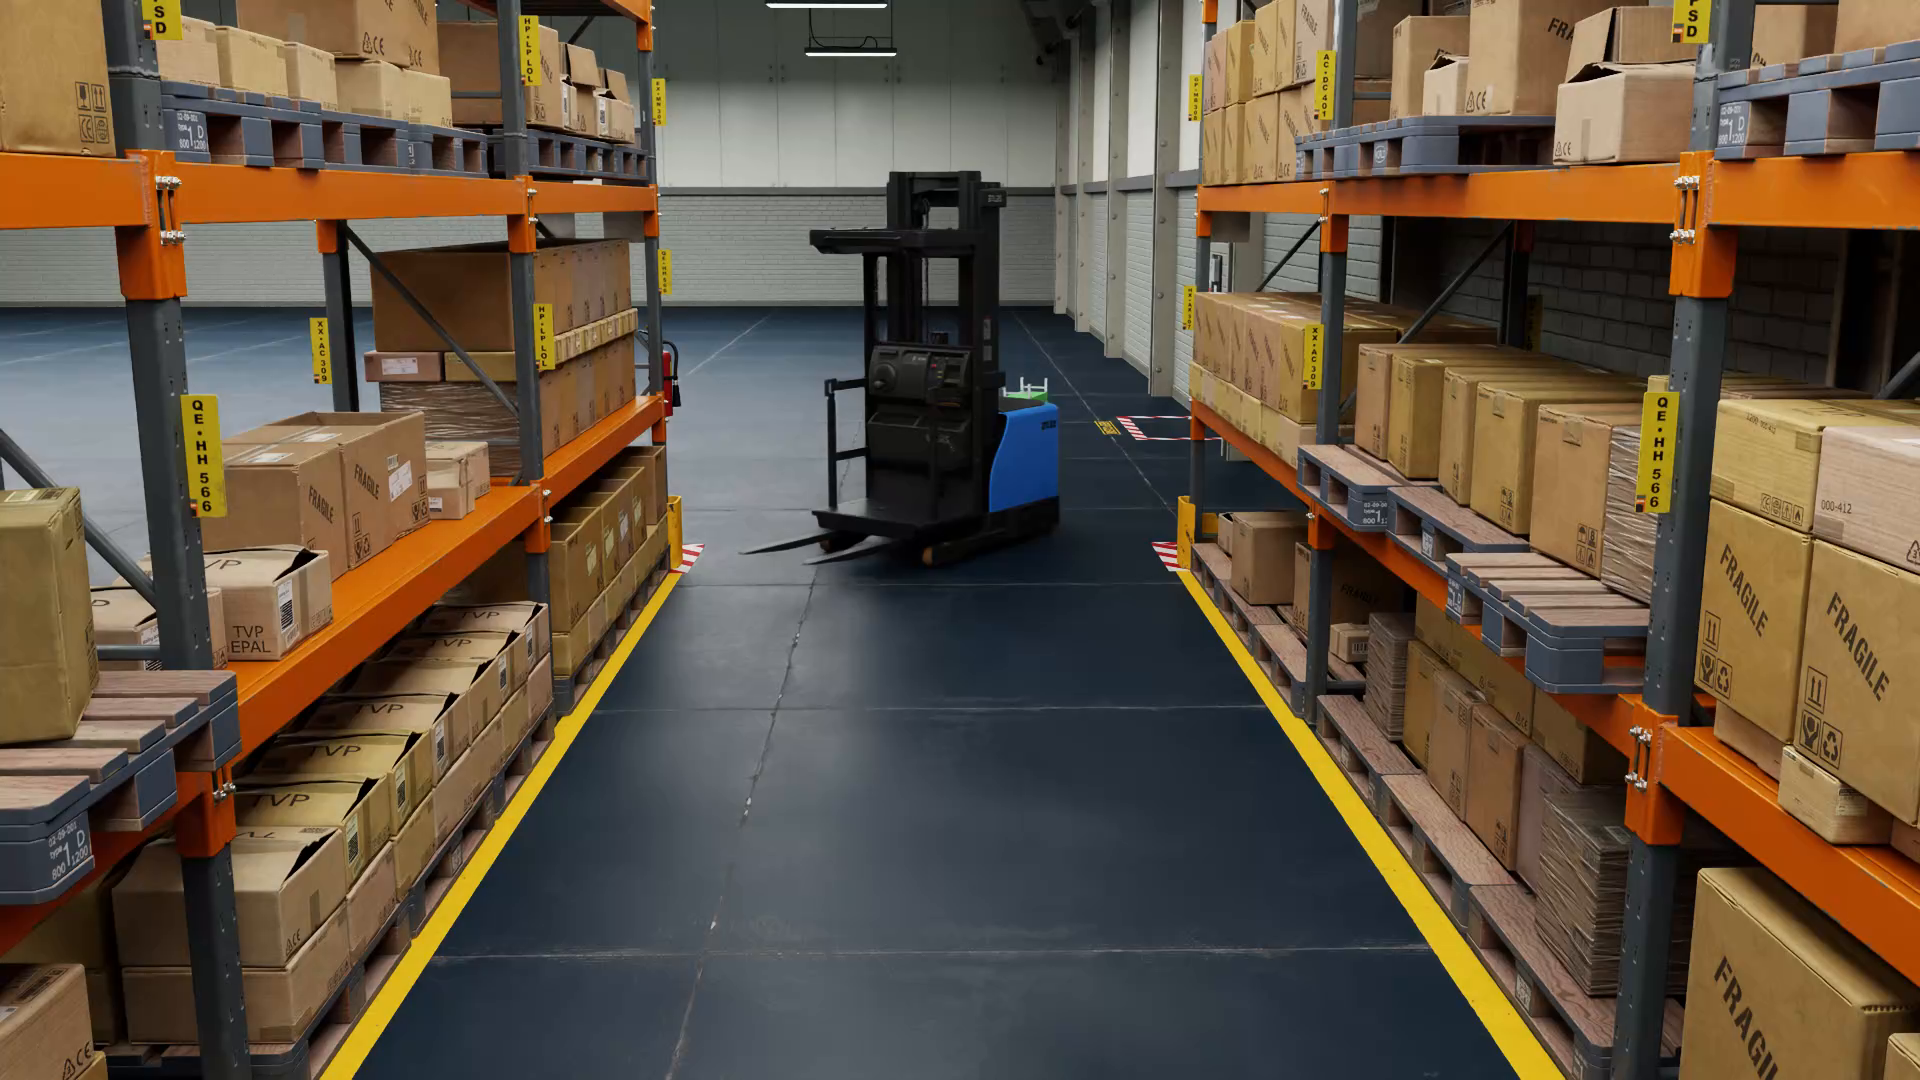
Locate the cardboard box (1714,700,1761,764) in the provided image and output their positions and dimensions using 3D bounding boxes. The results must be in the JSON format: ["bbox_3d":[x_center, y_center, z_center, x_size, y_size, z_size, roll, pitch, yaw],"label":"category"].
[{"bbox_3d":[2.187,0.471,4.275,0.380,0.149,0.250,0,11,-2],"label":"cardboard box"}]

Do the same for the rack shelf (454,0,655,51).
[{"bbox_3d":[-2.665,-3.272,9.869,1.077,0.370,4.000,0,11,-1],"label":"rack shelf"}]

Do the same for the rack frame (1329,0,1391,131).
[{"bbox_3d":[2.329,-3.444,7.902,1.000,3.000,0.127,0,11,-1],"label":"rack frame"}]

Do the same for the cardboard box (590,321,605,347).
[{"bbox_3d":[-2.479,-1.312,10.600,0.380,0.149,0.250,0,11,0],"label":"cardboard box"}]

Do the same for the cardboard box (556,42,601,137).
[{"bbox_3d":[-2.531,-2.606,9.647,0.797,0.503,0.637,1,12,5],"label":"cardboard box"}]

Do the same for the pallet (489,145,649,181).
[{"bbox_3d":[-2.717,-2.564,11.331,1.003,0.211,1.213,0,11,-1],"label":"pallet"}]

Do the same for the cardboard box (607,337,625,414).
[{"bbox_3d":[-2.694,-1.130,11.332,0.700,0.500,0.500,0,11,0],"label":"cardboard box"}]

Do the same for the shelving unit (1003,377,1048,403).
[{"bbox_3d":[0.564,-0.781,14.391,0.258,1.200,0.503,4,12,19],"label":"shelving unit"}]

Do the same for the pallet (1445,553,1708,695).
[{"bbox_3d":[2.291,0.244,5.295,1.213,0.211,1.003,0,11,-1],"label":"pallet"}]

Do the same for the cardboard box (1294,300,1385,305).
[{"bbox_3d":[2.484,-1.307,10.899,0.500,0.500,0.500,-1,11,-3],"label":"cardboard box"}]

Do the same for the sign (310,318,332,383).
[{"bbox_3d":[-3.178,-0.943,8.288,0.100,0.325,0.005,0,11,-1],"label":"sign"}]

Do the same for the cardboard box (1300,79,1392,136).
[{"bbox_3d":[2.072,-2.133,8.681,0.500,0.500,0.500,0,11,0],"label":"cardboard box"}]

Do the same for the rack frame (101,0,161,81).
[{"bbox_3d":[-2.541,-2.628,3.879,1.000,3.000,0.127,0,11,-1],"label":"rack frame"}]

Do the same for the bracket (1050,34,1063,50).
[{"bbox_3d":[2.213,-11.235,37.252,0.076,0.066,4.783,0,11,-1],"label":"bracket"}]

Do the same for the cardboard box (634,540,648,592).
[{"bbox_3d":[-2.365,0.168,11.047,0.500,0.250,0.500,0,11,-1],"label":"cardboard box"}]

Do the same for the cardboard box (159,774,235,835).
[{"bbox_3d":[-2.815,0.973,5.669,0.500,0.311,0.500,0,11,-2],"label":"cardboard box"}]

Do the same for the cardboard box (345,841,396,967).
[{"bbox_3d":[-2.269,1.249,5.719,0.500,0.250,0.500,-1,11,-3],"label":"cardboard box"}]

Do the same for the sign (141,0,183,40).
[{"bbox_3d":[-1.998,-1.413,4.135,0.100,0.325,0.005,0,11,-1],"label":"sign"}]

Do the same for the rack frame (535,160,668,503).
[{"bbox_3d":[-2.706,-1.278,12.314,1.000,3.000,0.127,0,11,-1],"label":"rack frame"}]

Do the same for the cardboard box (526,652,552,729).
[{"bbox_3d":[-2.325,0.740,8.226,0.500,0.250,0.500,0,11,-2],"label":"cardboard box"}]

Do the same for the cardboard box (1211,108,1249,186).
[{"bbox_3d":[1.979,-2.653,11.248,0.500,0.500,0.500,1,11,3],"label":"cardboard box"}]

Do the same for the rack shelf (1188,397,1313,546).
[{"bbox_3d":[2.288,-0.549,10.530,1.077,0.370,4.000,0,11,-1],"label":"rack shelf"}]

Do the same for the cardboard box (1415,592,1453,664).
[{"bbox_3d":[2.374,0.372,7.477,0.500,0.250,0.500,0,11,-2],"label":"cardboard box"}]

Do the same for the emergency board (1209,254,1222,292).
[{"bbox_3d":[2.989,-2.848,20.051,0.194,1.169,0.643,0,11,-1],"label":"emergency board"}]

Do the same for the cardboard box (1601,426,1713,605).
[{"bbox_3d":[2.392,-0.067,4.986,0.700,0.500,0.500,-2,12,-8],"label":"cardboard box"}]

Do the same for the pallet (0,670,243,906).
[{"bbox_3d":[-2.457,0.541,3.832,1.213,0.211,1.003,0,11,-1],"label":"pallet"}]

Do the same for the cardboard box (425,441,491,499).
[{"bbox_3d":[-2.570,-0.312,7.928,0.500,0.250,0.500,0,11,2],"label":"cardboard box"}]

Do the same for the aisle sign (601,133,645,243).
[{"bbox_3d":[-2.414,-2.566,12.126,0.394,0.787,0.004,0,11,-1],"label":"aisle sign"}]

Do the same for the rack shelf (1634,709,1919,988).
[{"bbox_3d":[2.453,1.041,2.691,1.077,0.370,4.000,0,11,-1],"label":"rack shelf"}]

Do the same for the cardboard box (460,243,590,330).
[{"bbox_3d":[-2.670,-1.555,10.166,0.700,0.500,0.500,0,11,-1],"label":"cardboard box"}]

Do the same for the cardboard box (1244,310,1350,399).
[{"bbox_3d":[1.995,-1.100,9.877,0.500,0.500,0.500,-1,11,-3],"label":"cardboard box"}]

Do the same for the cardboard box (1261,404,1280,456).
[{"bbox_3d":[2.014,-0.632,9.458,0.500,0.250,0.500,0,11,-1],"label":"cardboard box"}]

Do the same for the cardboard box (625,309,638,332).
[{"bbox_3d":[-2.508,-1.570,11.869,0.380,0.149,0.250,0,11,-2],"label":"cardboard box"}]

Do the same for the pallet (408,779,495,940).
[{"bbox_3d":[-2.541,1.273,6.752,1.003,0.211,1.213,0,11,-1],"label":"pallet"}]

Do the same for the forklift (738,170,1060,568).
[{"bbox_3d":[-0.442,-1.330,12.745,1.130,2.935,3.031,8,14,35],"label":"forklift"}]

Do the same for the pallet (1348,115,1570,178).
[{"bbox_3d":[2.260,-1.553,6.596,1.213,0.211,1.003,0,11,-1],"label":"pallet"}]

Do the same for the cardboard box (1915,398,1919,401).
[{"bbox_3d":[2.680,-0.192,4.024,0.500,0.250,0.500,0,11,0],"label":"cardboard box"}]

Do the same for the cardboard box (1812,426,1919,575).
[{"bbox_3d":[2.175,-0.083,3.487,0.500,0.250,0.500,0,11,-2],"label":"cardboard box"}]

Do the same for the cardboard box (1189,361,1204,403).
[{"bbox_3d":[1.939,-1.137,11.946,0.500,0.250,0.500,-1,11,-3],"label":"cardboard box"}]

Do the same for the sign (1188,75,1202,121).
[{"bbox_3d":[1.704,-3.195,12.022,0.100,0.325,0.005,0,11,-1],"label":"sign"}]

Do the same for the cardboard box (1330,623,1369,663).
[{"bbox_3d":[2.288,0.563,9.260,0.380,0.166,0.250,-2,12,-9],"label":"cardboard box"}]

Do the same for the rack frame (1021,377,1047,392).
[{"bbox_3d":[0.646,-0.827,14.617,0.240,1.200,0.015,4,12,19],"label":"rack frame"}]

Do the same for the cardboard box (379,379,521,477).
[{"bbox_3d":[-2.639,-0.620,8.819,0.700,0.500,0.500,-1,11,-3],"label":"cardboard box"}]

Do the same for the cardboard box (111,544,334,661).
[{"bbox_3d":[-2.366,0.177,5.364,0.500,0.311,0.500,0,11,-2],"label":"cardboard box"}]

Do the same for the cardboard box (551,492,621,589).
[{"bbox_3d":[-2.341,-0.001,9.992,0.500,0.500,0.500,0,11,-1],"label":"cardboard box"}]

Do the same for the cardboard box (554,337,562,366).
[{"bbox_3d":[-2.454,-1.057,9.343,0.380,0.149,0.250,0,11,-2],"label":"cardboard box"}]

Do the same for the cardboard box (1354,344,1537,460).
[{"bbox_3d":[2.306,-0.667,7.946,0.700,0.500,0.500,0,11,-1],"label":"cardboard box"}]

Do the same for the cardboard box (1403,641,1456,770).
[{"bbox_3d":[2.422,0.754,7.477,0.700,0.500,0.500,0,11,-2],"label":"cardboard box"}]

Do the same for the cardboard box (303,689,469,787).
[{"bbox_3d":[-2.297,0.766,6.688,0.500,0.311,0.500,0,11,-2],"label":"cardboard box"}]

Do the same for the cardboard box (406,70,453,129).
[{"bbox_3d":[-2.620,-1.963,7.466,0.500,0.250,0.500,1,12,5],"label":"cardboard box"}]

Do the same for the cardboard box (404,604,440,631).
[{"bbox_3d":[-2.864,0.467,8.161,0.500,0.311,0.500,0,11,-1],"label":"cardboard box"}]

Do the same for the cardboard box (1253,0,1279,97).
[{"bbox_3d":[2.005,-2.834,9.623,0.500,0.500,0.500,-1,11,-3],"label":"cardboard box"}]

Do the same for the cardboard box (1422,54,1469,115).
[{"bbox_3d":[2.273,-1.905,7.027,0.500,0.311,0.500,0,11,1],"label":"cardboard box"}]

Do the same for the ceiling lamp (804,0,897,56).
[{"bbox_3d":[-2.374,-12.139,36.081,2.000,3.185,0.800,0,11,-1],"label":"ceiling lamp"}]

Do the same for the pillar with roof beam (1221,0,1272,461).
[{"bbox_3d":[-1.302,-5.279,16.945,9.100,9.000,0.400,0,11,-1],"label":"pillar with roof beam"}]
